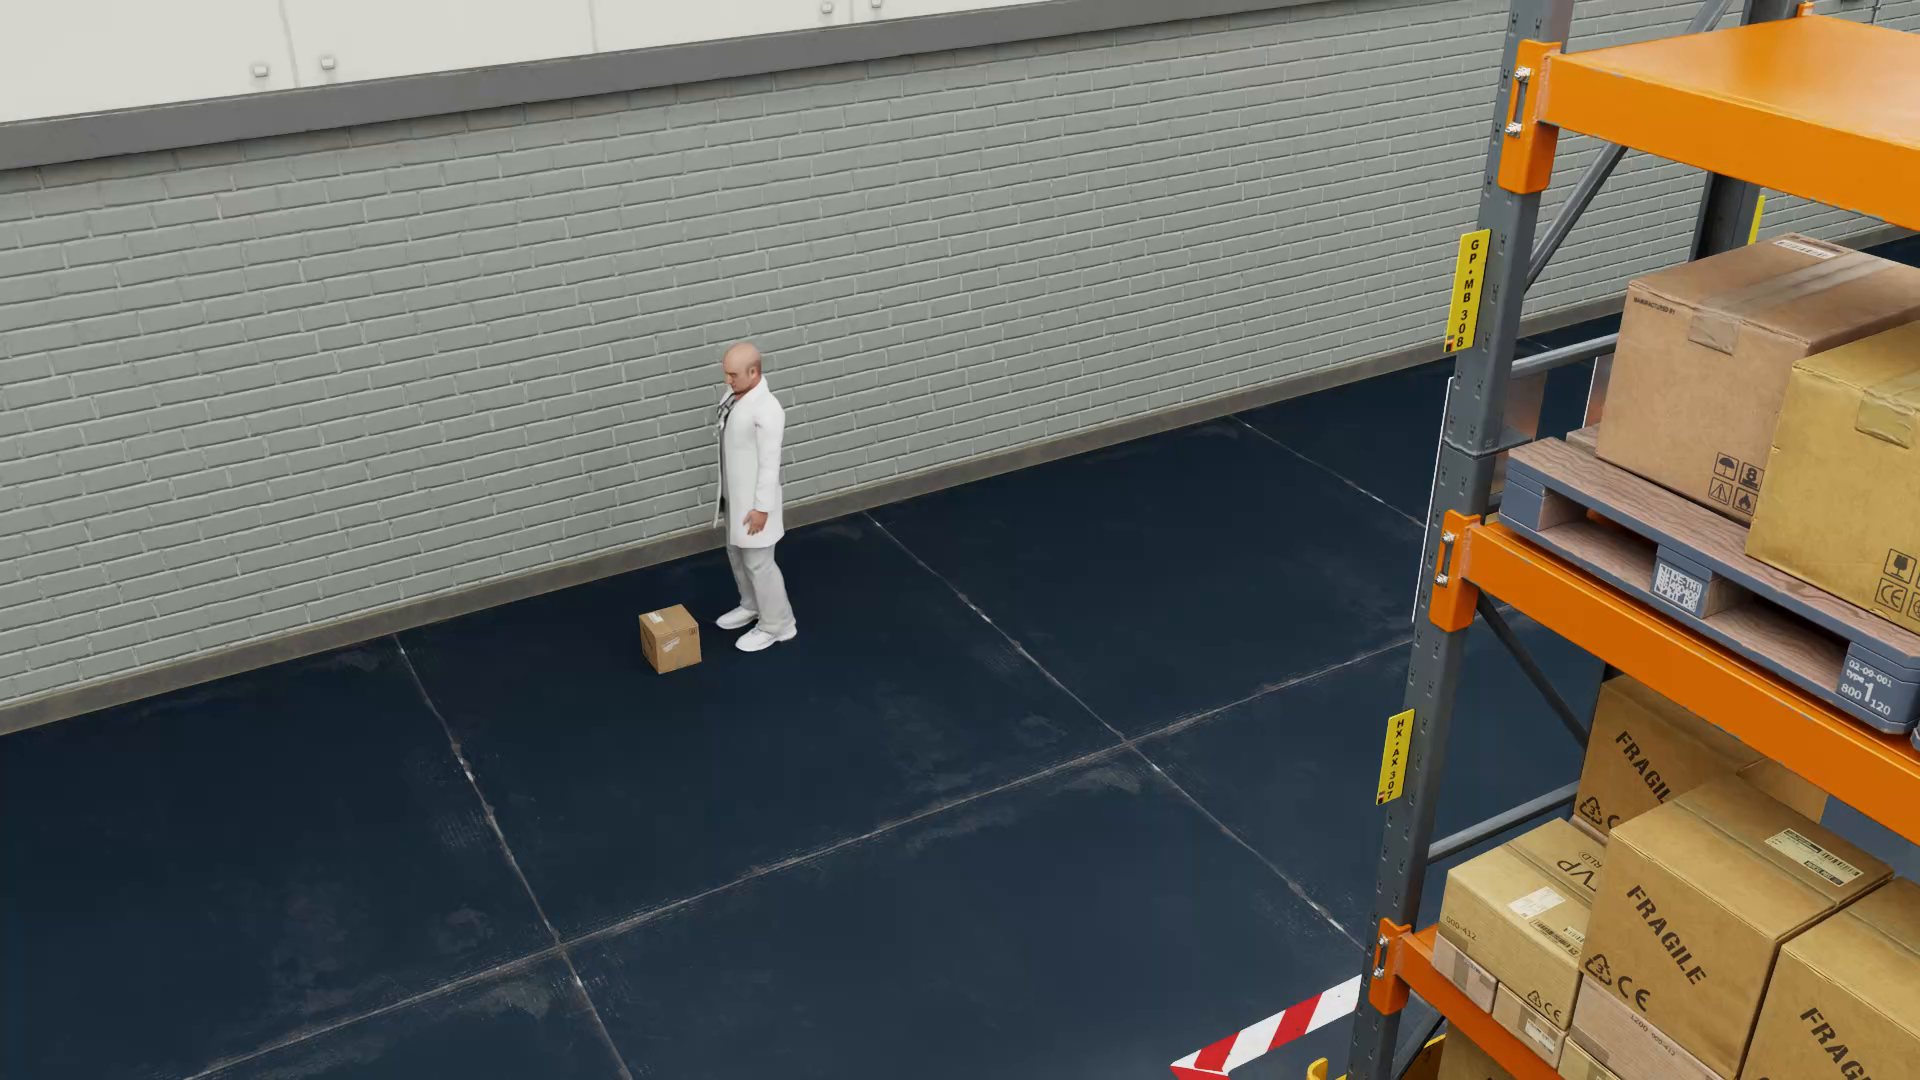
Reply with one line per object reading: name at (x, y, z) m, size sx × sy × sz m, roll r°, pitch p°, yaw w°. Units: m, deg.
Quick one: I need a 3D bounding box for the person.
person at (-1.145, -0.243, 9.040) m, size 0.379 × 1.773 × 0.555 m, roll -15°, pitch 32°, yaw -25°
